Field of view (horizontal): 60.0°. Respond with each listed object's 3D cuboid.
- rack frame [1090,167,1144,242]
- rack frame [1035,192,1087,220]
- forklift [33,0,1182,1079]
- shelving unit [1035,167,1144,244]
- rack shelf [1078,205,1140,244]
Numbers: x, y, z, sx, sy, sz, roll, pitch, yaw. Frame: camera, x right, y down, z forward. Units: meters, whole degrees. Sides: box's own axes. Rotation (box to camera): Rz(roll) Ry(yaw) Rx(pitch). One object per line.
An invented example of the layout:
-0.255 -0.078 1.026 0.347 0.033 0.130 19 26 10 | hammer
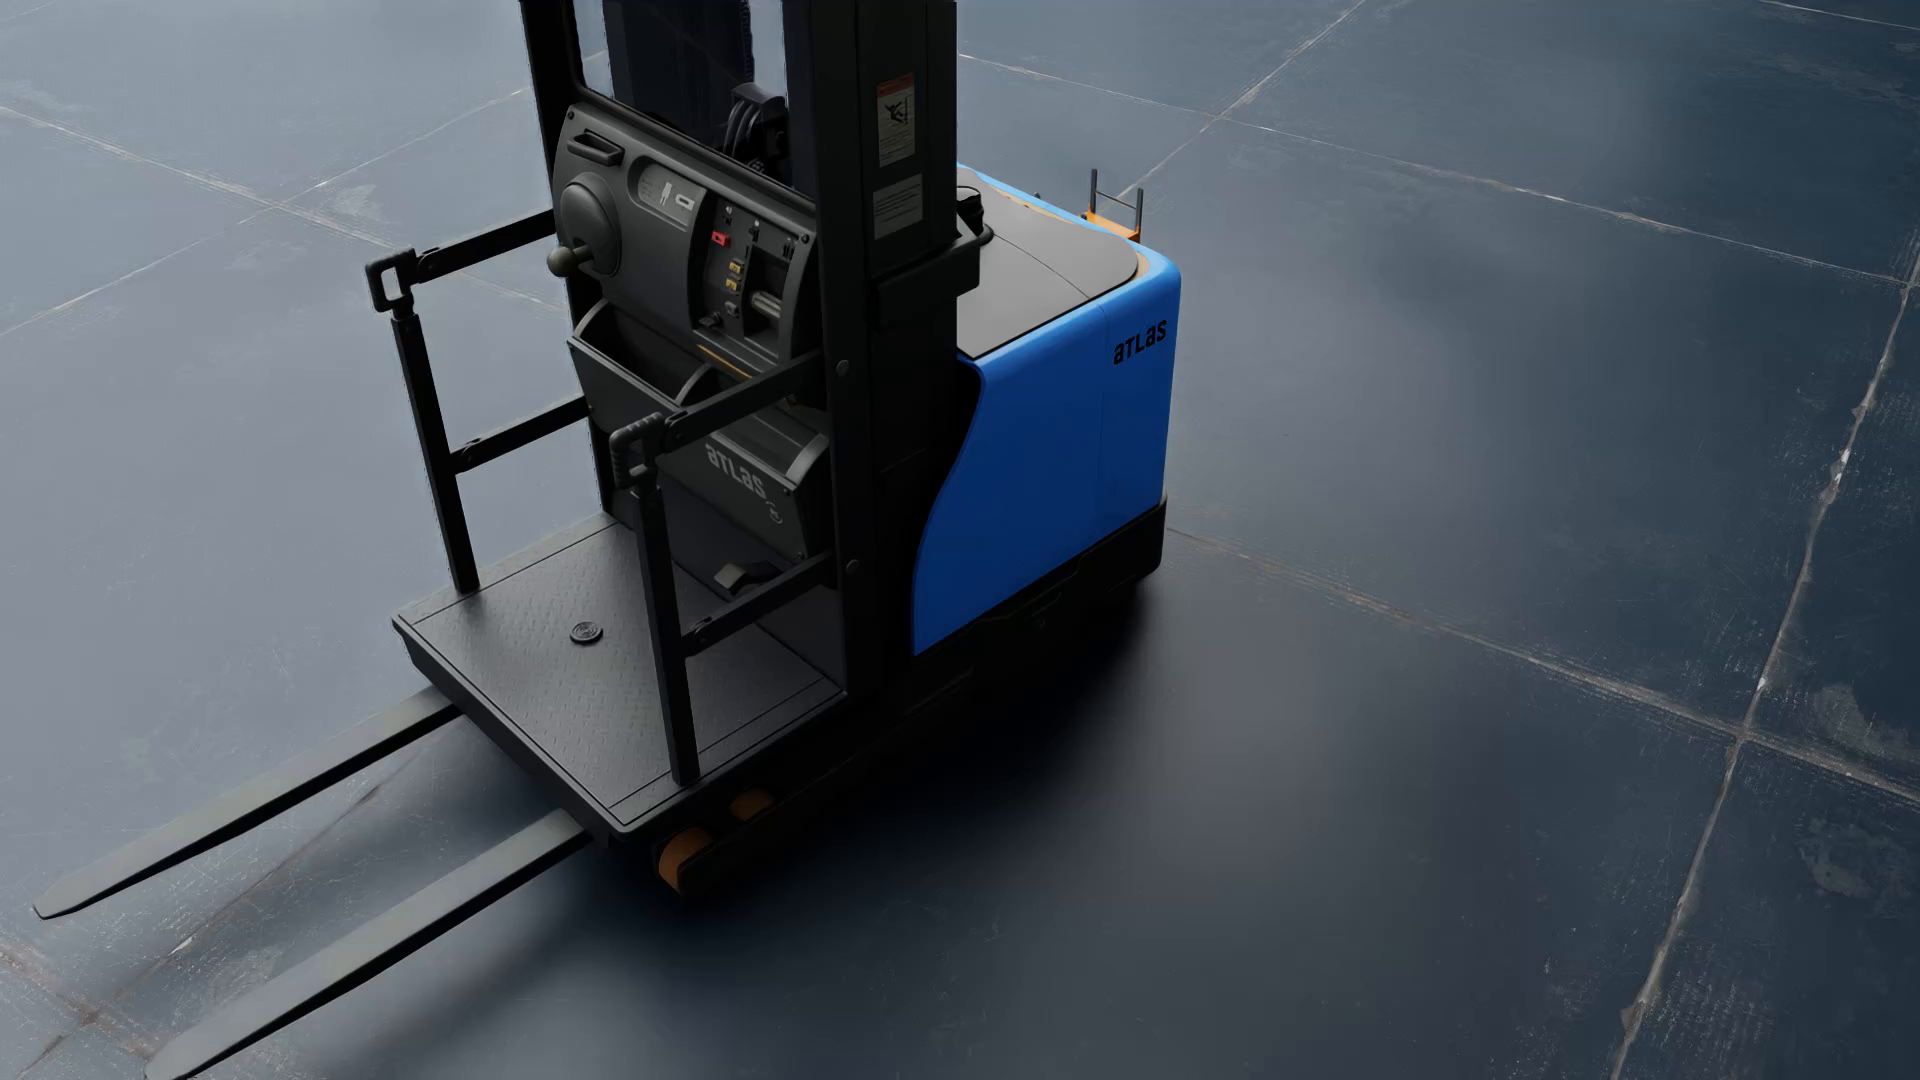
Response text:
0.465 -0.654 5.239 0.008 1.050 0.200 -30 47 -33 | rack frame
0.289 -0.551 5.105 0.008 1.050 0.200 -30 47 -33 | rack frame
-0.799 -0.643 3.684 3.031 2.935 1.130 -30 47 -33 | forklift
0.377 -0.603 5.172 0.252 1.050 0.215 -30 47 -33 | shelving unit
0.377 -0.819 5.005 0.240 0.259 0.215 -30 47 -33 | rack shelf
